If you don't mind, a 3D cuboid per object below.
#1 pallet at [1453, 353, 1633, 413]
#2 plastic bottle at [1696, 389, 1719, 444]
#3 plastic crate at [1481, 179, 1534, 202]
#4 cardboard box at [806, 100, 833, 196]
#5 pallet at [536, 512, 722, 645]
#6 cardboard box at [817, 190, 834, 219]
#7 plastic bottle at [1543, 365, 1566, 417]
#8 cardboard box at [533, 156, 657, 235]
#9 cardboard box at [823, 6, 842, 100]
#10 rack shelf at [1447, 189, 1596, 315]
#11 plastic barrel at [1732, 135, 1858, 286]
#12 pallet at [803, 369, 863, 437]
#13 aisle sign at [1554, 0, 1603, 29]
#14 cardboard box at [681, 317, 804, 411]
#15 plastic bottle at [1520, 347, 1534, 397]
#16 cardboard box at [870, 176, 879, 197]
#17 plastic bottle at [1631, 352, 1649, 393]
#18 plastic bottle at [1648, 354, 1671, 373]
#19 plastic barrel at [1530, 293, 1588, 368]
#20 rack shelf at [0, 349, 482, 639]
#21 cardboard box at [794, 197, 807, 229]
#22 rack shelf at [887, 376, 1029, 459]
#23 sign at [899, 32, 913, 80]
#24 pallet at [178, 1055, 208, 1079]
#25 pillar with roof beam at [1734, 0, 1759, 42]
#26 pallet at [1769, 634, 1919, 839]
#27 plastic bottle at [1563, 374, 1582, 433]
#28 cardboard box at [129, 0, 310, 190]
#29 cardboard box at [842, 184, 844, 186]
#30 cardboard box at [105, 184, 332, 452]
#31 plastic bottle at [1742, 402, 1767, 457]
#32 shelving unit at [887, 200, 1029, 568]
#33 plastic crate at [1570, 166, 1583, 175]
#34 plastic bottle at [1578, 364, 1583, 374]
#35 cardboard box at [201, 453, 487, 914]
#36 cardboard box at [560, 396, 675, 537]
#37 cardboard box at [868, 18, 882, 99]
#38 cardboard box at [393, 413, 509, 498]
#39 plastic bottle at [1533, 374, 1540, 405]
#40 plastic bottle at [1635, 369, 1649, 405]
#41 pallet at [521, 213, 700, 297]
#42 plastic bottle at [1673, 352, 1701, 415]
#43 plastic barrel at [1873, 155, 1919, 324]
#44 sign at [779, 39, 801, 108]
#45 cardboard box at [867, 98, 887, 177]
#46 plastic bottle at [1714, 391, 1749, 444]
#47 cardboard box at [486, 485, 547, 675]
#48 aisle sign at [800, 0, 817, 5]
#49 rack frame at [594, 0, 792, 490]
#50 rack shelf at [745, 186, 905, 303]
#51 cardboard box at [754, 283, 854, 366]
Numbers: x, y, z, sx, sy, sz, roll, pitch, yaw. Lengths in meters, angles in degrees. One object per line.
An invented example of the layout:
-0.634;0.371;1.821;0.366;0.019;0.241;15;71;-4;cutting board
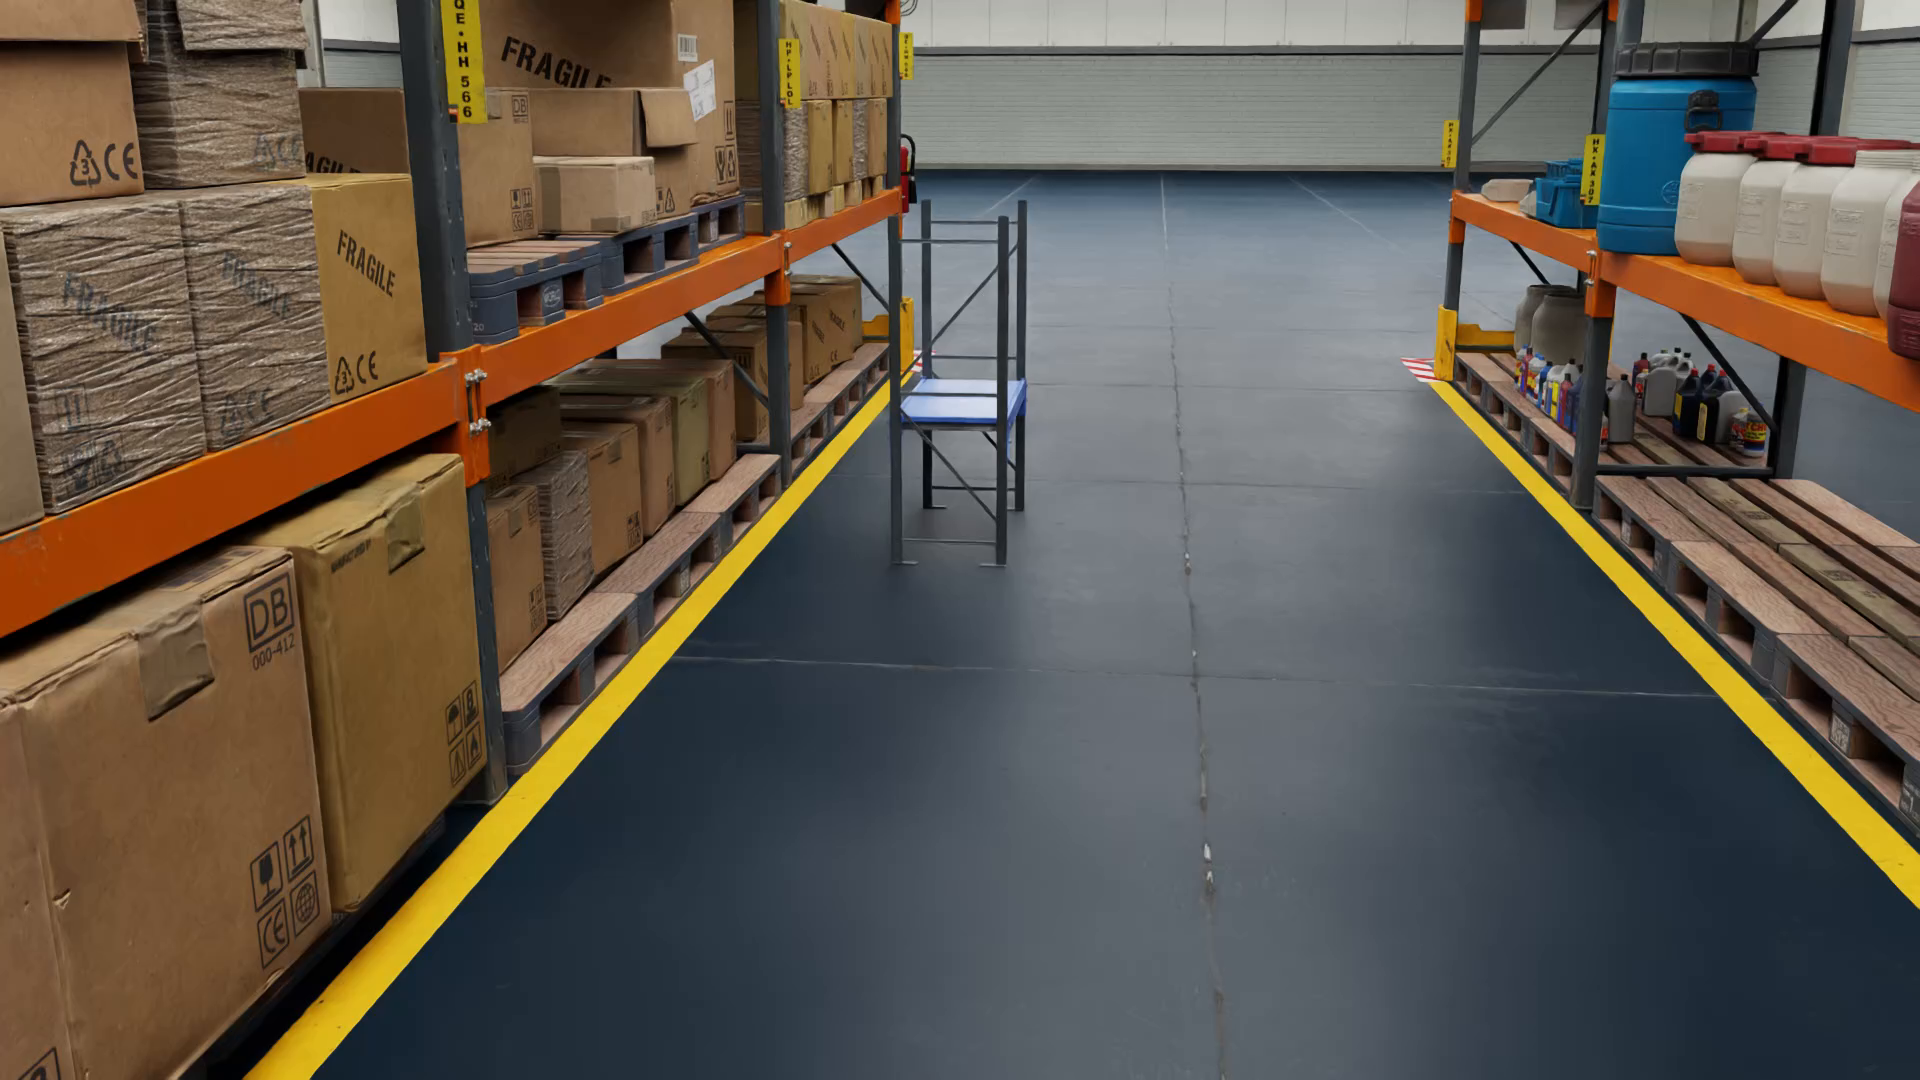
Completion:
3.929;-1.054;11.157;1.003;0.211;1.213;2;15;6;pallet
3.911;-0.653;8.692;0.061;0.283;0.133;2;15;6;plastic bottle
3.567;-2.282;10.860;0.298;0.136;0.250;2;15;6;plastic crate
-1.182;-2.176;9.201;0.875;0.500;0.500;2;15;6;cardboard box
-1.607;0.125;6.796;1.003;0.211;1.213;2;15;6;pallet
-0.933;-1.925;9.516;0.380;0.149;0.250;2;15;6;cardboard box
3.403;-0.843;9.409;0.152;0.276;0.135;2;15;7;plastic bottle
-1.419;-1.261;6.063;0.500;0.250;0.500;1;15;5;cardboard box
-0.970;-2.784;9.533;0.500;0.500;0.500;2;15;6;cardboard box
3.762;-1.766;9.825;1.077;0.370;4.000;2;15;6;rack shelf
3.127;-1.228;6.197;0.433;0.535;0.433;0;15;0;plastic barrel
-1.210;-0.887;10.538;1.003;0.211;1.213;2;15;6;pallet
4.291;-3.897;11.347;0.394;0.787;0.004;2;15;6;aisle sign
-1.243;-0.988;9.553;0.500;0.500;0.500;7;17;24;cardboard box
3.429;-1.014;10.026;0.061;0.283;0.133;2;15;7;plastic bottle
-0.767;-2.445;11.441;0.380;0.149;0.250;2;15;6;cardboard box
4.054;-0.982;9.909;0.061;0.283;0.133;2;15;6;plastic bottle
4.160;-0.976;9.899;0.152;0.276;0.135;2;15;7;plastic bottle
3.932;-1.331;10.799;0.421;0.512;0.421;0;15;0;plastic barrel
-2.062;0.163;2.691;1.077;0.370;4.000;2;15;6;rack shelf
-1.021;-1.731;8.797;0.380;0.149;0.250;2;15;6;cardboard box
0.010;-0.572;7.595;0.538;0.185;1.000;2;15;6;rack shelf
-0.385;-3.468;11.917;0.100;0.325;0.005;2;15;6;sign
-2.141;1.161;2.965;1.003;0.211;1.213;2;15;6;pallet
13.719;-12.937;38.265;9.100;9.000;0.400;2;15;6;pillar with roof beam
3.211;0.589;5.079;1.003;0.211;1.213;2;15;6;pallet
3.344;-0.754;8.934;0.144;0.351;0.185;1;15;3;plastic bottle
-1.935;-1.046;3.672;0.797;0.503;0.637;2;15;8;cardboard box
-0.923;-2.122;10.243;0.380;0.149;0.250;2;15;6;cardboard box
-1.708;-0.487;3.525;0.500;0.500;0.500;2;15;6;cardboard box
4.008;-0.560;8.369;0.097;0.271;0.097;0;15;0;plastic bottle
0.010;-0.746;7.548;0.538;1.500;1.048;2;15;6;shelving unit
4.149;-2.253;10.534;0.499;0.251;0.408;2;15;6;plastic crate
3.509;-0.844;9.397;0.061;0.283;0.133;2;15;6;plastic bottle
-1.935;0.298;4.078;1.225;0.875;0.875;1;15;4;cardboard box
-1.611;-0.319;7.042;0.700;0.500;0.500;0;15;1;cardboard box
-0.801;-3.173;10.972;0.500;0.500;0.500;2;15;6;cardboard box
-1.791;-0.245;5.332;0.500;0.250;0.500;2;15;9;cardboard box
3.412;-0.892;9.732;0.097;0.201;0.097;0;15;0;plastic bottle
4.018;-0.903;9.772;0.097;0.201;0.097;0;15;0;plastic bottle
-1.654;-1.125;6.444;1.003;0.211;1.213;2;15;6;pallet
4.109;-0.885;9.419;0.144;0.351;0.185;2;15;6;plastic bottle
2.989;-0.884;4.971;0.421;0.512;0.421;0;15;0;plastic barrel
-0.833;-2.284;8.144;0.100;0.325;0.005;2;15;6;sign
-0.961;-2.695;11.120;0.875;0.500;0.500;2;15;6;cardboard box
4.017;-0.647;8.682;0.152;0.276;0.135;2;15;8;plastic bottle
-1.781;0.117;5.429;0.700;0.500;0.500;1;15;3;cardboard box
-1.225;-4.058;11.942;0.394;0.787;0.004;2;15;6;aisle sign
-1.385;-1.740;8.352;1.000;3.000;0.127;2;15;6;rack frame
-1.160;-1.912;10.364;1.077;0.370;4.000;2;15;6;rack shelf
-1.054;-1.456;11.286;0.500;0.500;0.500;6;16;21;cardboard box
